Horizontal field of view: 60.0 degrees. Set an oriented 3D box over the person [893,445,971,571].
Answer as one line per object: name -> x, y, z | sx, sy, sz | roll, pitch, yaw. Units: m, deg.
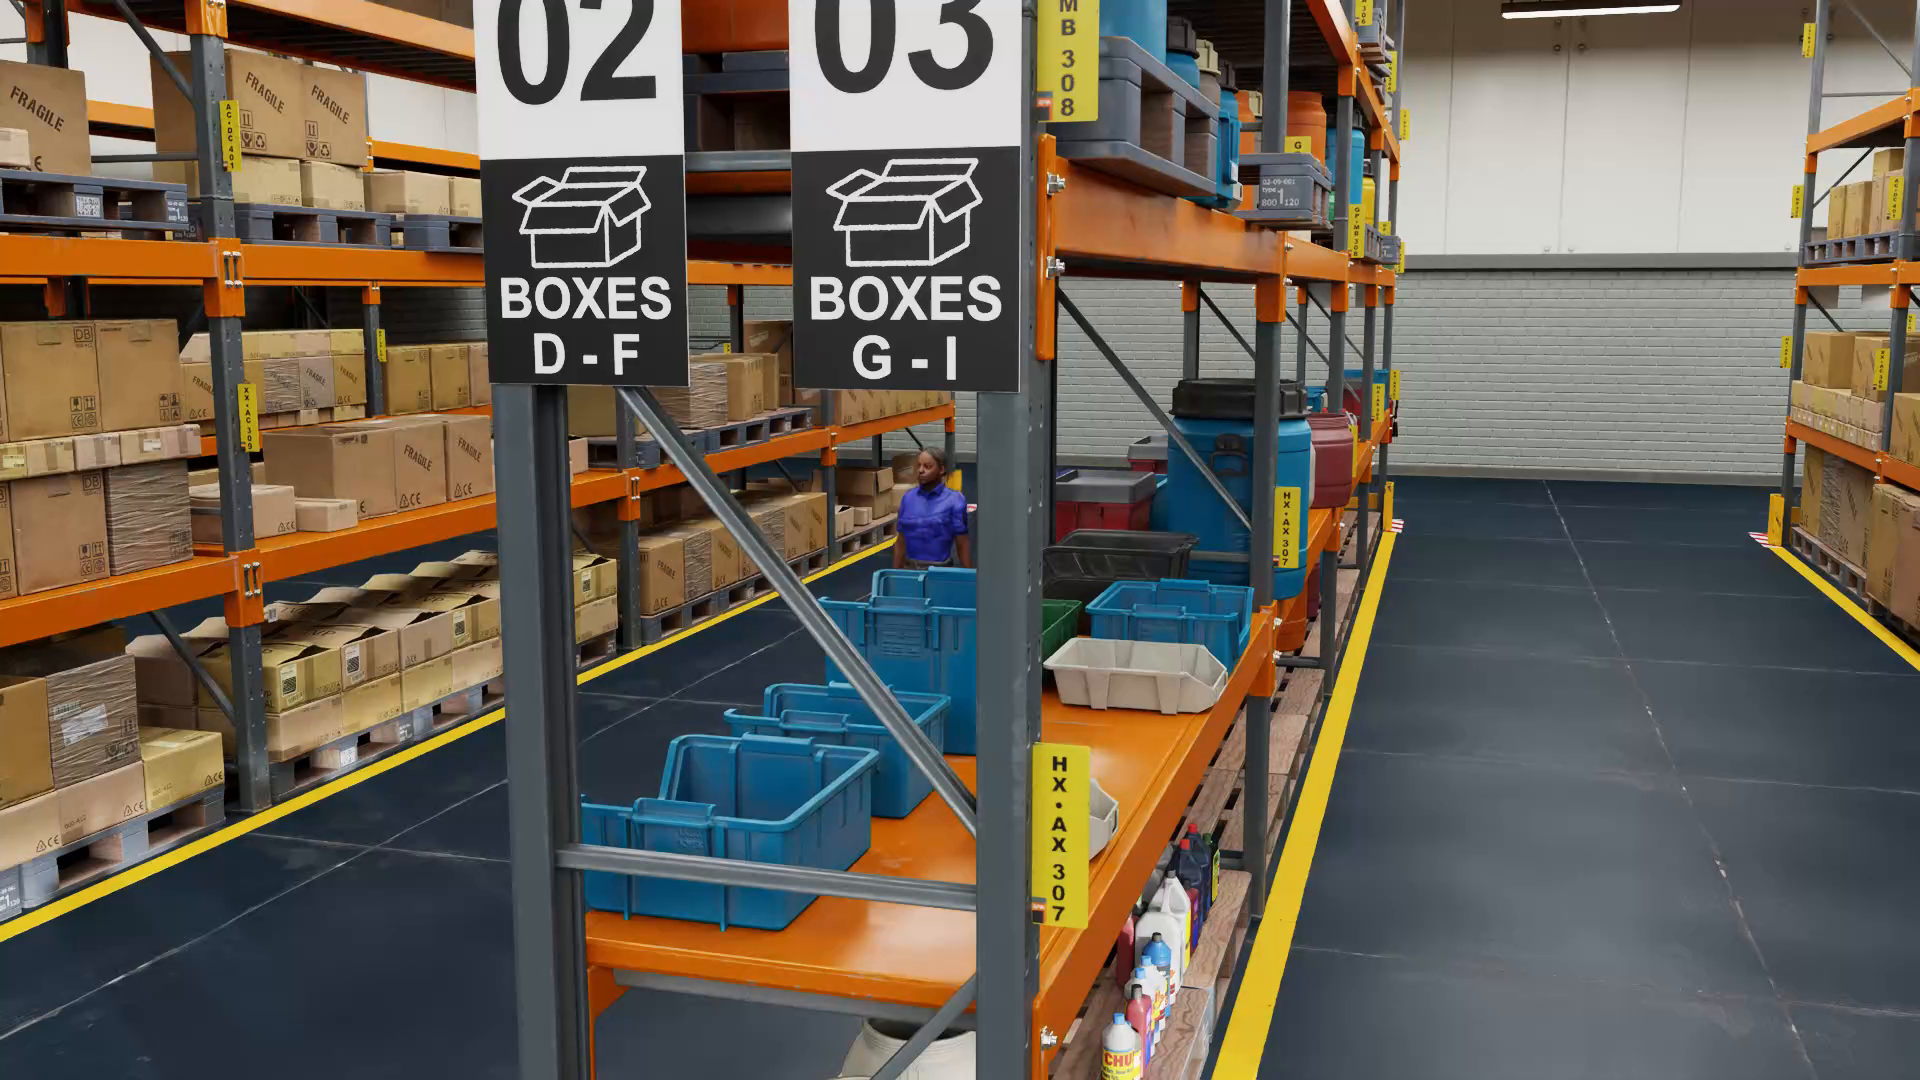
person -> -0.188, 0.285, 9.868 | 0.486, 1.685, 0.469 | 4, 9, 26
